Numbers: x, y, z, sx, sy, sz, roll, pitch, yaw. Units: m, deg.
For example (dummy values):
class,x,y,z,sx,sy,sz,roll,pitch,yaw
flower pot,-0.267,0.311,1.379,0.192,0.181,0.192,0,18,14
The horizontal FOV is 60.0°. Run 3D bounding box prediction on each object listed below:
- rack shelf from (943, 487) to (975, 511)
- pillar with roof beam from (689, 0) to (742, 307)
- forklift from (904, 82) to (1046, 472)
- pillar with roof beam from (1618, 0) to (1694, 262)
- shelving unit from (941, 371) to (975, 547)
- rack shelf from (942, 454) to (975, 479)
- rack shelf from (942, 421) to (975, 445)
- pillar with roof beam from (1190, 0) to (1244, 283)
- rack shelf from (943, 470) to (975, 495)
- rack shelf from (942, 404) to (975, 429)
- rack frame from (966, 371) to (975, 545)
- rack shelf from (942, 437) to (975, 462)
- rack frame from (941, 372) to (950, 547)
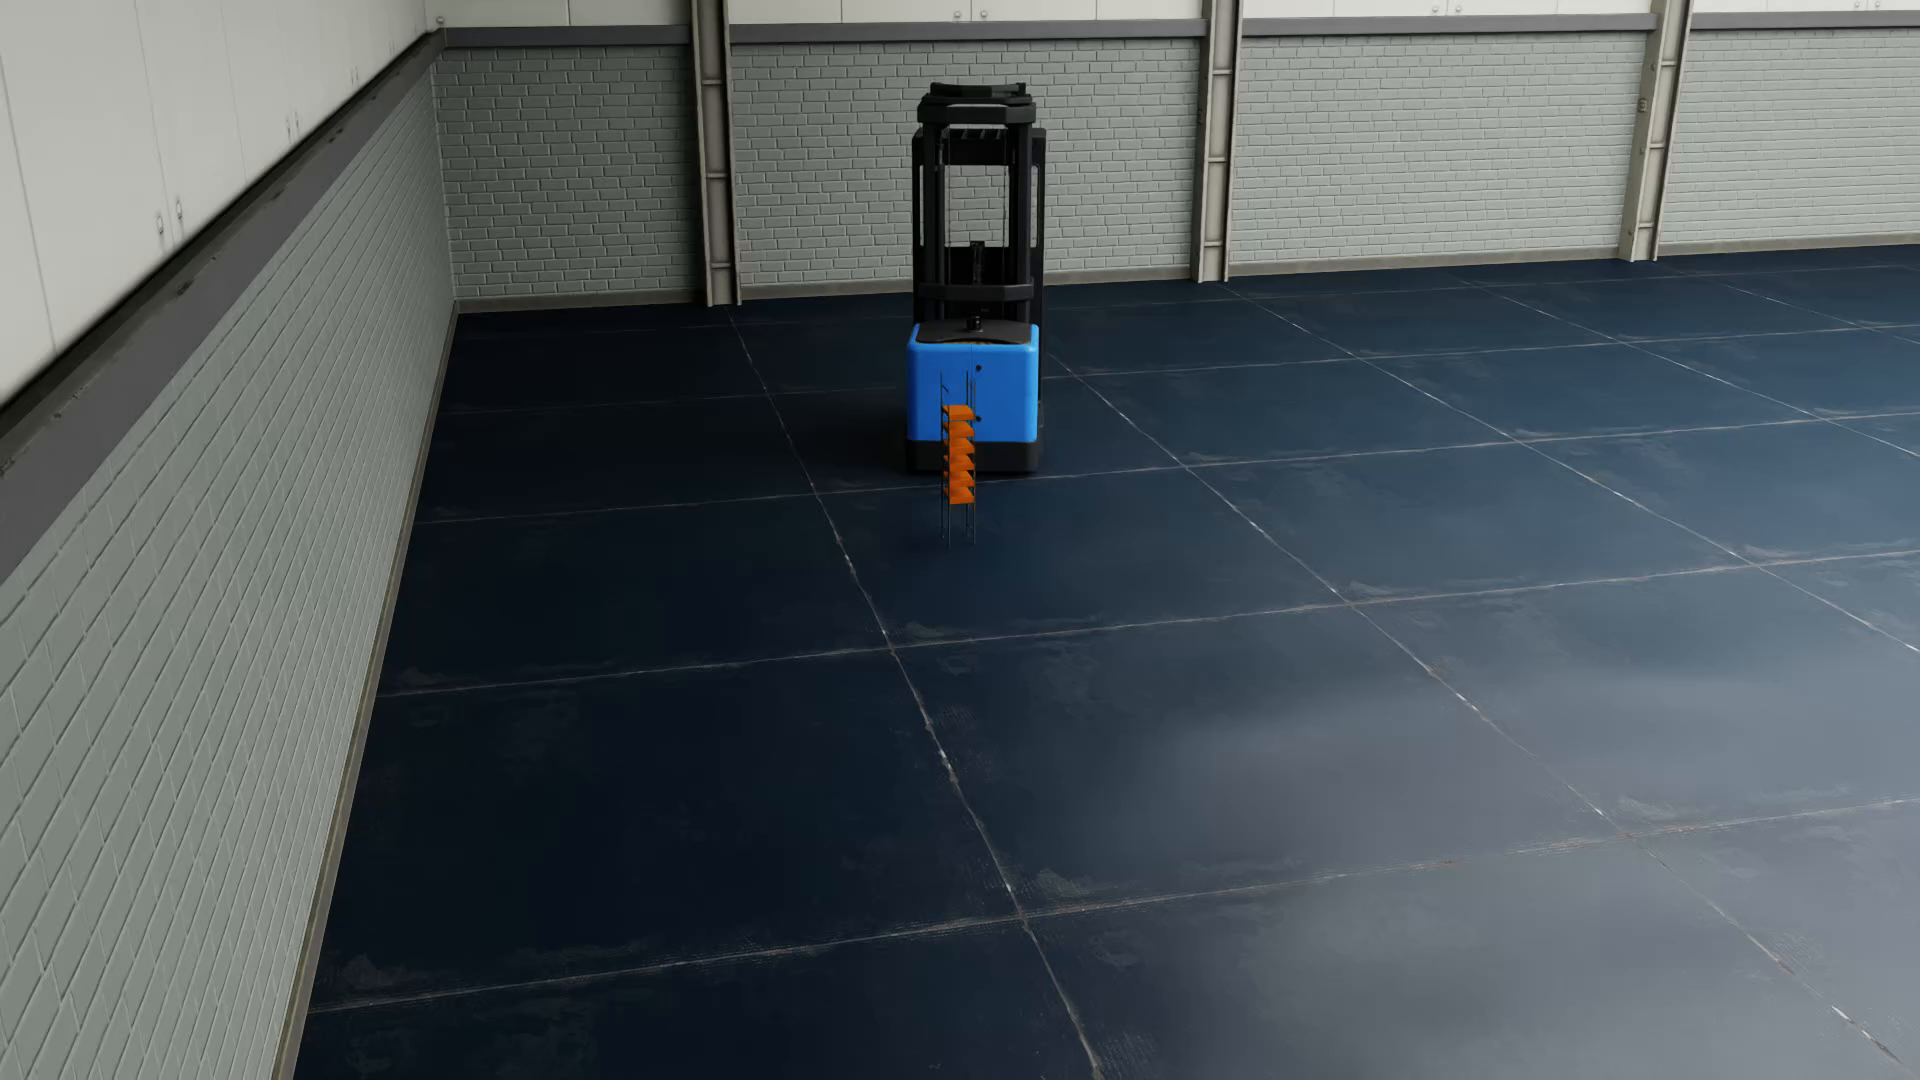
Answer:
class,x,y,z,sx,sy,sz,roll,pitch,yaw
rack shelf,-0.014,-0.295,11.703,0.180,0.103,0.258,-5,21,-12
pillar with roof beam,-1.764,-5.541,13.859,0.400,9.000,9.100,-5,21,-12
forklift,0.165,-2.371,14.026,1.130,2.935,3.031,1,20,3
pillar with roof beam,9.914,-6.491,16.452,0.400,9.000,9.100,-5,21,-12
shelving unit,-0.014,-0.562,11.605,0.189,1.200,0.258,-5,21,-12
rack shelf,-0.014,-0.521,11.620,0.180,0.103,0.258,-5,21,-12
rack shelf,-0.014,-0.746,11.538,0.180,0.103,0.258,-5,21,-12
pillar with roof beam,4.075,-6.016,15.155,0.400,9.000,9.100,-5,21,-12
rack shelf,-0.014,-0.408,11.662,0.180,0.103,0.258,-5,21,-12
rack shelf,-0.014,-0.859,11.497,0.180,0.103,0.258,-5,21,-12
rack frame,0.075,-0.569,11.625,0.006,1.200,0.240,-5,21,-12
rack shelf,-0.014,-0.633,11.579,0.180,0.103,0.258,-5,21,-12
rack frame,-0.103,-0.555,11.585,0.006,1.200,0.240,-5,21,-12
